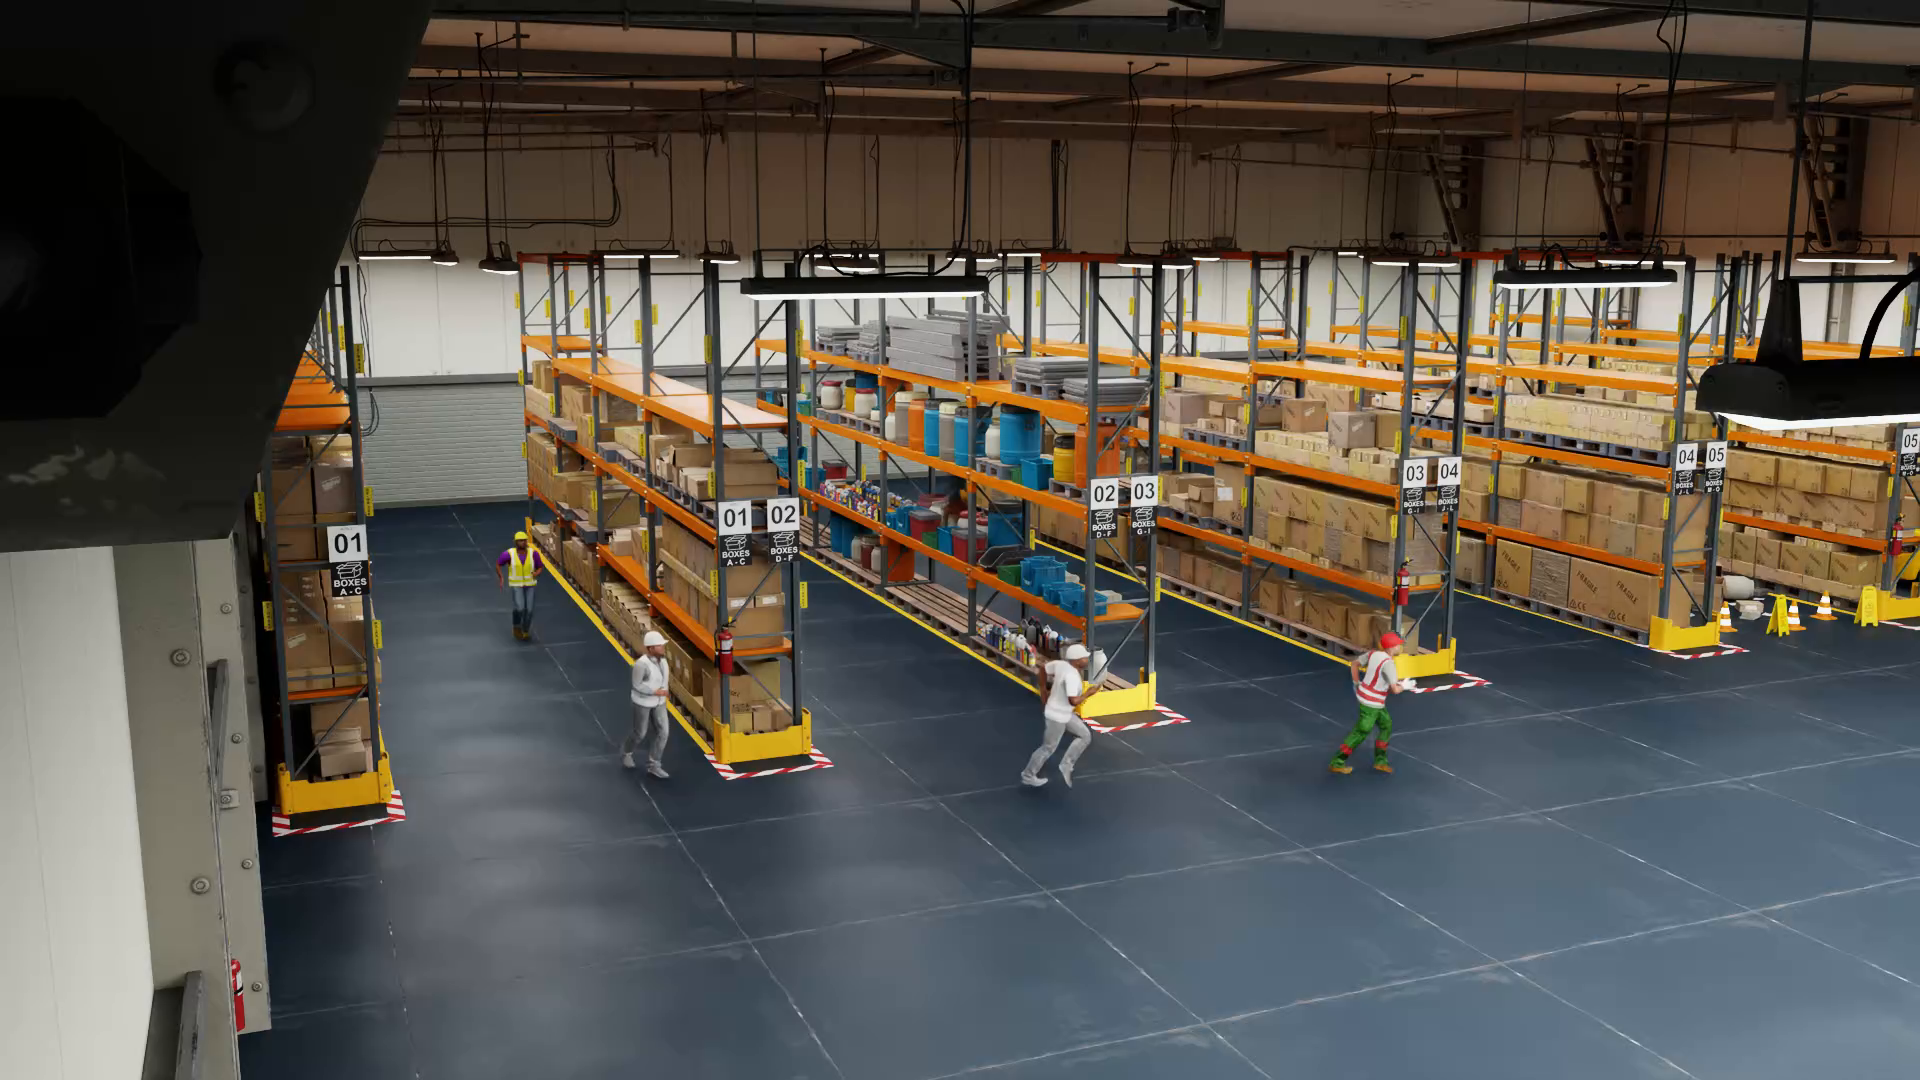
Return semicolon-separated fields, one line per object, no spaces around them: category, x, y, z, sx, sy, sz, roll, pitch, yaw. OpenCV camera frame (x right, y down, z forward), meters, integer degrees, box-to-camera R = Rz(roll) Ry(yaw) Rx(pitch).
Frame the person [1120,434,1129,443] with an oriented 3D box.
person;3.950;-1.945;41.298;0.623;1.637;0.756;5;12;27

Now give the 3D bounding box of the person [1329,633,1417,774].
person;4.848;1.942;19.581;0.995;1.753;0.692;0;10;-3

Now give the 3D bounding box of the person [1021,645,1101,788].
person;1.157;2.038;19.079;0.904;1.717;0.655;1;10;6

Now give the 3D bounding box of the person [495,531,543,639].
person;-6.893;0.726;26.168;0.701;1.721;0.634;-5;11;-25

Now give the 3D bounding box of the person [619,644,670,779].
person;-3.760;1.945;19.745;0.789;1.731;0.626;8;13;36
